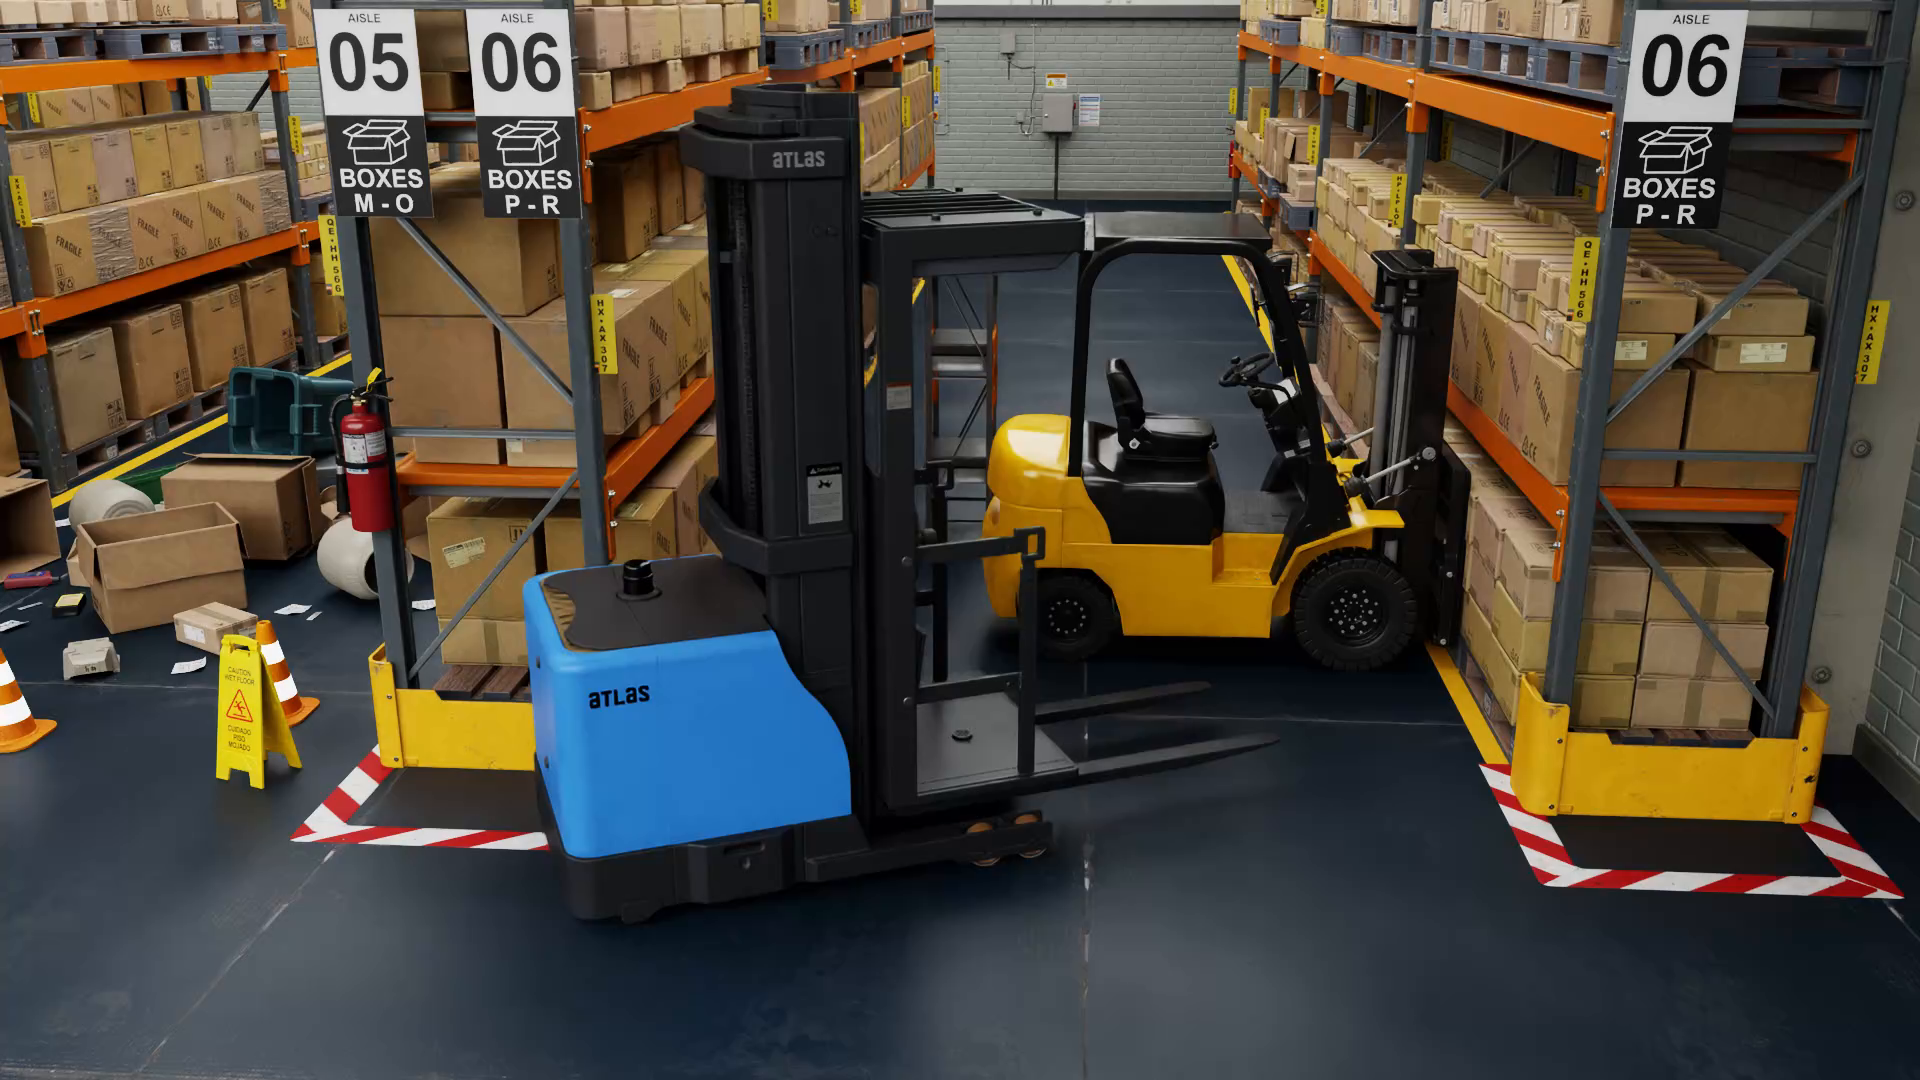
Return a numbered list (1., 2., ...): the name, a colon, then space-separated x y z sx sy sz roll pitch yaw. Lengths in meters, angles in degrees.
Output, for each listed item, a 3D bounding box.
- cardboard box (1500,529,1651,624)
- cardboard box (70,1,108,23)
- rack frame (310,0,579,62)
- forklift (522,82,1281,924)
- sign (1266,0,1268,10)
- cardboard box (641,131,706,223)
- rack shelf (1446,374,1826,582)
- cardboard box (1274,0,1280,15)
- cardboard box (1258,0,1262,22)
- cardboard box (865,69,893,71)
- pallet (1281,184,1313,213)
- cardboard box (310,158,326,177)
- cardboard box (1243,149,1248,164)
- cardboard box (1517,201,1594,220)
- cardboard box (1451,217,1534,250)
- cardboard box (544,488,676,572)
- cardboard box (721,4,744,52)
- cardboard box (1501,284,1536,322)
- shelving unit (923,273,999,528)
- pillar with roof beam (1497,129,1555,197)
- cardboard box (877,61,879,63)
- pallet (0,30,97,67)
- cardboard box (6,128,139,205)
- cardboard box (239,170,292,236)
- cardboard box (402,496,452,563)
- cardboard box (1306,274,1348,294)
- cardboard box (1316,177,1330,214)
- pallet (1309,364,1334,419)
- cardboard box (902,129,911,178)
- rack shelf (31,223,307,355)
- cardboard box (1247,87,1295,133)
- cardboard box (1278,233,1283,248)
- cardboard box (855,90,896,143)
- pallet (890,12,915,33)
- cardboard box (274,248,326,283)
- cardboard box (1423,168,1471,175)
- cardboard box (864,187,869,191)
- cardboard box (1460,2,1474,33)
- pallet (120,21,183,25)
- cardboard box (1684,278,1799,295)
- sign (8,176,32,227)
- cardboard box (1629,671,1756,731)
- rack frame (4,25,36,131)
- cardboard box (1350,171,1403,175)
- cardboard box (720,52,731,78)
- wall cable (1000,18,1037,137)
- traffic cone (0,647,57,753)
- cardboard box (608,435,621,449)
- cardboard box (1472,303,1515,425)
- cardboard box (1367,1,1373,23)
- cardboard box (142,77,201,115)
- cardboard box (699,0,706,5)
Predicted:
1. cardboard box: 2.679 0.154 7.273 0.500 0.250 0.500 2 18 6
2. cardboard box: -6.292 -3.742 11.777 0.380 0.149 0.250 1 18 4
3. rack frame: -1.994 -3.289 6.009 1.000 3.000 0.127 1 18 4
4. forklift: -0.162 -0.261 6.511 3.031 2.935 1.130 -7 19 -19
5. sign: 3.276 -5.736 17.464 0.100 0.325 0.005 1 18 4
6. cardboard box: -1.955 -2.213 10.114 0.700 0.500 0.500 1 18 3
7. rack shelf: 3.101 -0.608 8.616 1.077 0.370 4.000 1 18 4
8. cardboard box: 3.322 -5.287 16.494 0.380 0.149 0.250 2 18 5
9. cardboard box: 3.677 -6.027 18.945 0.500 0.250 0.500 2 18 5
10. cardboard box: -0.874 -5.249 18.815 0.380 0.149 0.250 1 18 3
11. pallet: 3.666 -3.326 16.064 1.003 0.211 1.213 1 18 4
12. cardboard box: -6.113 -3.453 15.396 0.380 0.149 0.250 2 18 7
13. cardboard box: 3.665 -4.683 20.302 0.380 0.149 0.250 1 18 2
14. cardboard box: 3.463 -1.885 9.678 0.380 0.149 0.250 1 18 2
15. cardboard box: 2.875 -1.654 8.973 0.380 0.149 0.250 1 18 3
16. cardboard box: -1.659 0.061 7.957 0.500 0.500 0.500 1 18 2
17. cardboard box: -1.506 -2.876 9.328 0.500 0.250 0.500 1 18 3
18. cardboard box: 2.772 -1.118 7.816 0.380 0.149 0.250 1 18 2
19. shelving unit: 0.012 -1.049 10.253 0.431 2.100 0.503 1 18 4
20. pillar with roof beam: 0.042 -5.335 12.253 9.100 9.000 0.400 1 18 4
21. cardboard box: -1.229 -5.973 21.026 0.380 0.149 0.250 2 18 6
22. pallet: -6.635 -3.380 11.411 0.805 0.209 1.217 1 18 2
23. cardboard box: -6.551 -2.753 12.242 0.700 0.500 0.500 1 18 4
24. cardboard box: -6.129 -2.903 14.306 0.500 0.500 0.500 1 18 4
25. cardboard box: -3.141 -0.191 10.200 0.500 0.500 0.500 17 25 41
26. cardboard box: 3.314 -2.292 14.899 0.380 0.149 0.250 0 18 1
27. cardboard box: 3.230 -2.848 13.734 0.500 0.250 0.500 1 18 4
28. pallet: 3.433 -1.233 13.847 1.003 0.211 1.213 1 18 4
29. cardboard box: -0.839 -4.352 18.728 0.500 0.500 0.500 2 18 6
30. rack shelf: -6.508 -2.039 12.983 1.077 0.370 4.000 1 18 4
31. cardboard box: 3.696 -5.123 19.800 0.500 0.500 0.500 2 18 5
32. cardboard box: 3.584 -3.182 17.615 0.380 0.149 0.250 1 18 2
33. cardboard box: -0.945 -4.382 17.214 0.500 0.500 0.500 2 18 5
34. pallet: -1.065 -5.802 18.638 1.003 0.211 1.213 1 18 4
35. cardboard box: -6.074 -2.579 15.611 0.500 0.250 0.500 0 18 1
36. cardboard box: 3.775 -2.823 13.018 0.380 0.149 0.250 1 18 3
37. cardboard box: -1.115 -3.158 15.483 0.500 0.250 0.500 1 18 2
38. cardboard box: 2.854 -2.753 8.757 0.380 0.149 0.250 2 18 6
39. pallet: -10.774 -6.781 21.626 1.003 0.211 1.213 1 18 4
40. cardboard box: 3.276 -1.006 6.997 0.380 0.149 0.250 2 18 6
41. sign: -6.098 -2.197 10.792 0.100 0.325 0.005 1 18 4
42. cardboard box: 3.188 0.630 7.423 0.500 0.250 0.500 1 18 4
43. rack frame: -11.018 -4.386 18.992 1.000 3.000 0.127 1 18 4
44. cardboard box: 3.209 -2.753 12.805 0.380 0.149 0.250 1 18 5
45. cardboard box: -1.526 -2.725 9.509 0.380 0.149 0.250 1 18 4
46. wall cable: 0.949 -7.614 27.211 0.588 1.984 0.122 1 18 4
47. traffic cone: -4.381 0.686 7.587 0.336 0.463 0.334 1 18 4
48. cardboard box: -1.759 -0.498 7.530 0.380 0.149 0.250 2 18 5
49. cardboard box: 2.813 -0.855 8.054 0.500 0.500 0.500 1 18 3
50. cardboard box: 3.075 -3.712 11.685 0.380 0.149 0.250 1 18 3
51. cardboard box: -10.504 -5.898 22.164 0.500 0.500 0.500 2 18 5
52. cardboard box: -1.538 -2.858 8.632 0.380 0.149 0.250 1 18 5
